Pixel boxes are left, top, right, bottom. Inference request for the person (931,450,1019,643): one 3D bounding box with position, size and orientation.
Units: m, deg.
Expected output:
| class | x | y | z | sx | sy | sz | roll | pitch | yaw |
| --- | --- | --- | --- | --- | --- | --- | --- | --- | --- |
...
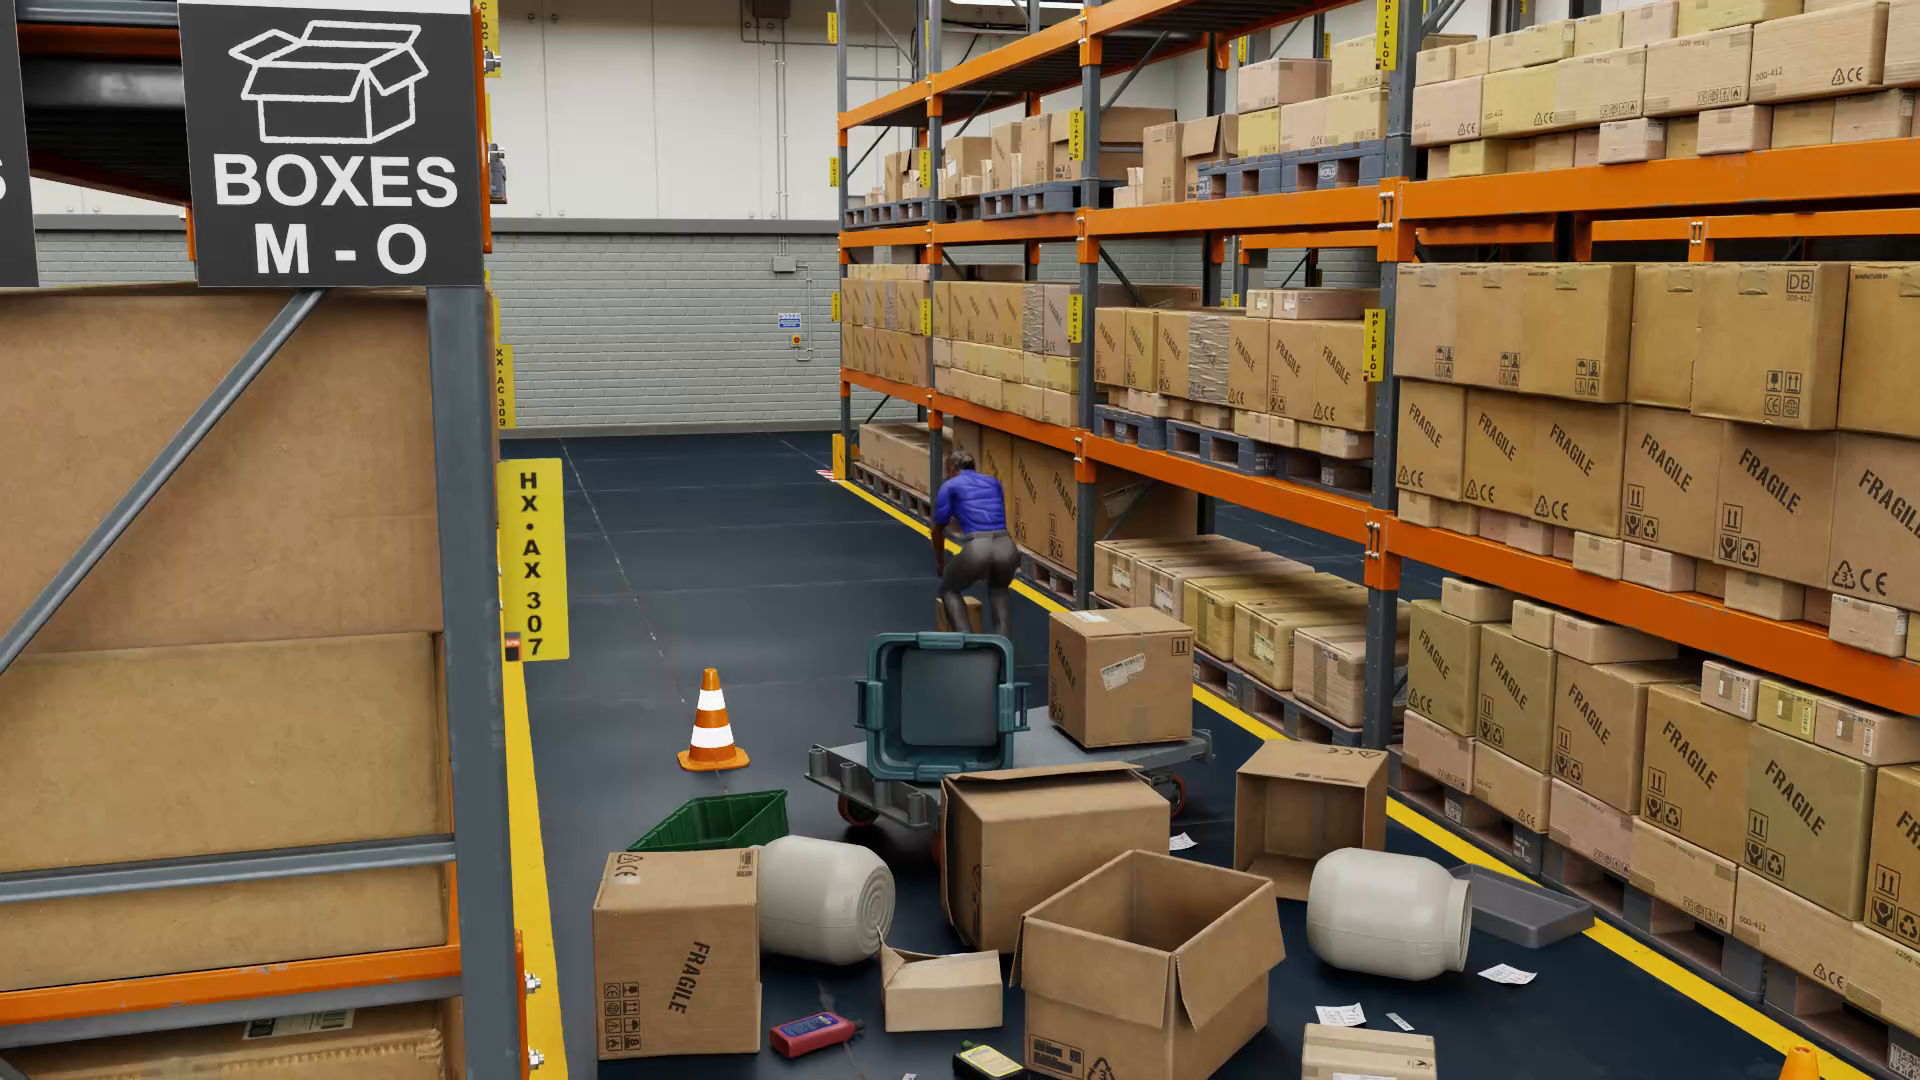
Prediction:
| class | x | y | z | sx | sy | sz | roll | pitch | yaw |
| --- | --- | --- | --- | --- | --- | --- | --- | --- | --- |
| person | 0.086 | 0.095 | 10.513 | 0.496 | 1.277 | 0.684 | -3 | 10 | -16 |
